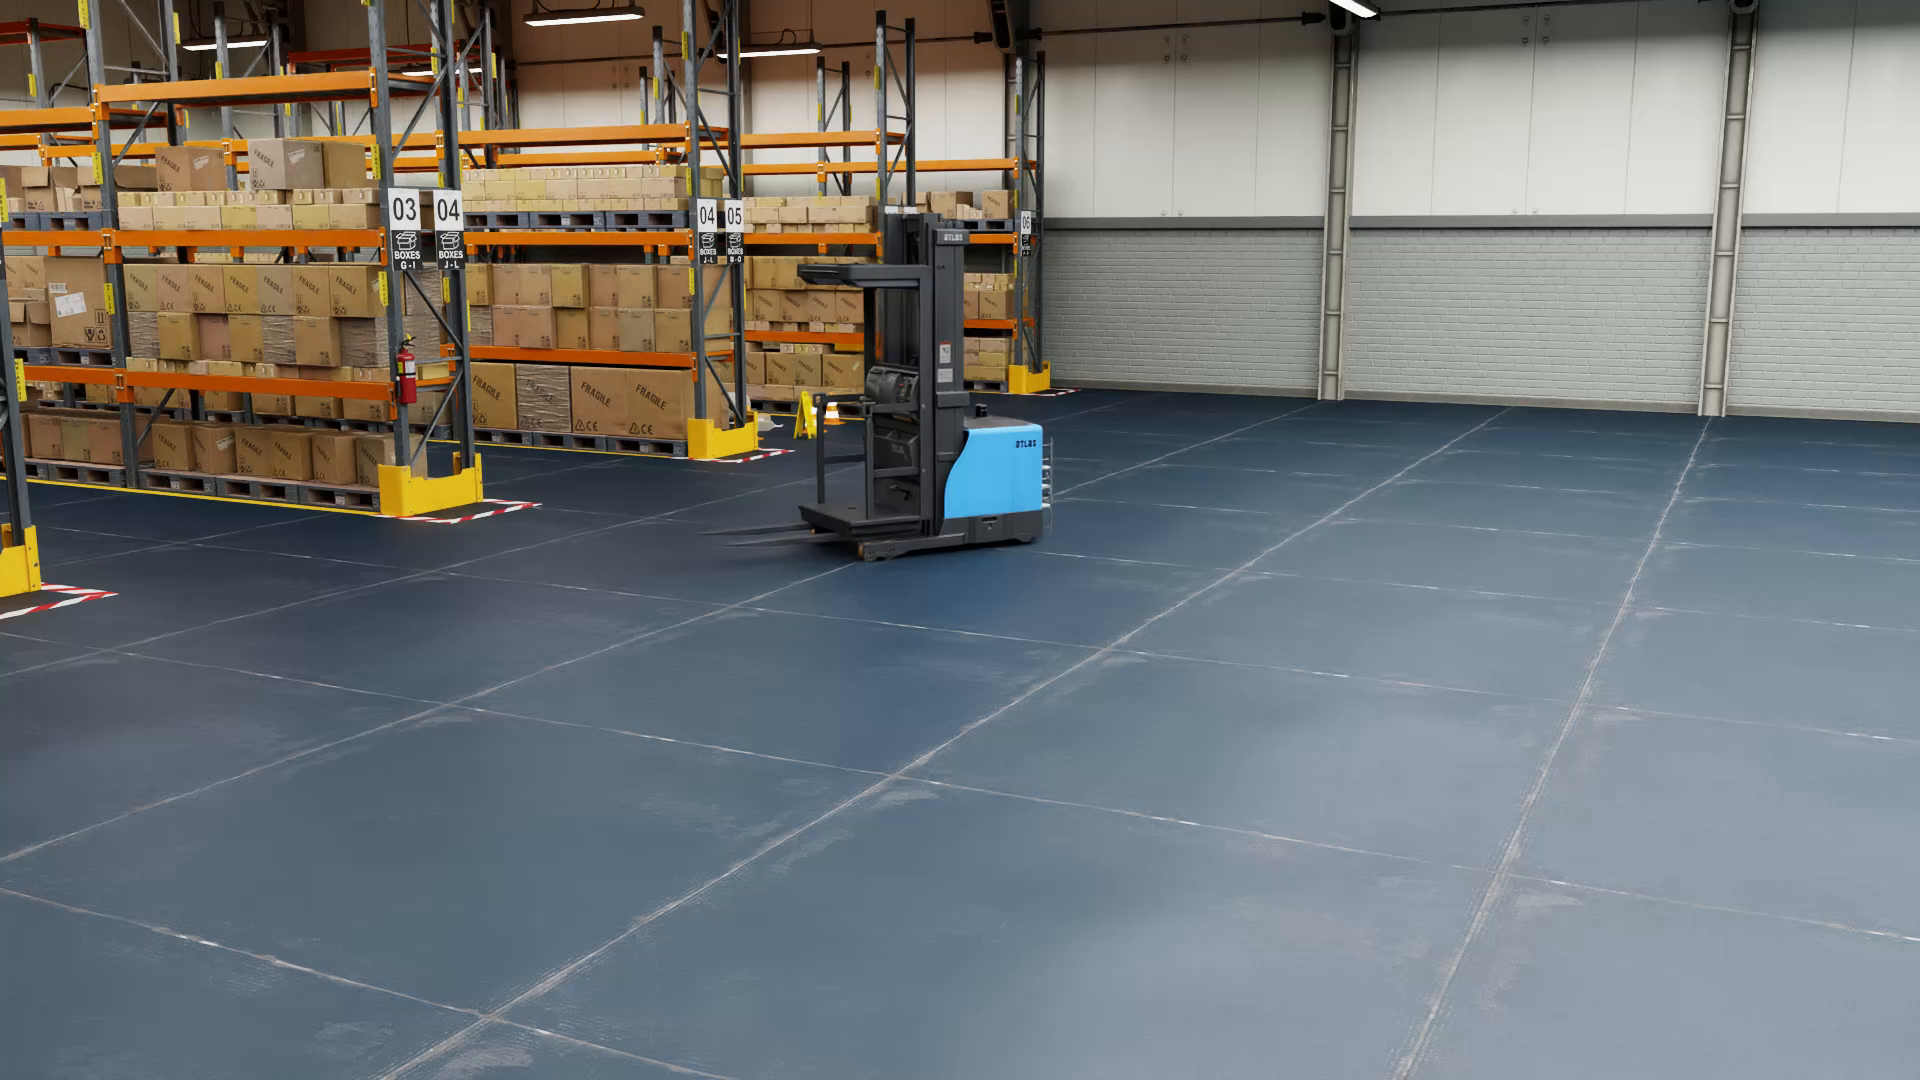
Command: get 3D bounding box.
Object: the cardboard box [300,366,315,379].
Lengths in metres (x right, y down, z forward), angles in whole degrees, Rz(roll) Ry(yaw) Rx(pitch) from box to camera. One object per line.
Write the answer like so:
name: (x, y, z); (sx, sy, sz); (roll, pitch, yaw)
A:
cardboard box: (-6.581, -1.750, 17.180); (0.250, 0.149, 0.380); (5, 11, 26)

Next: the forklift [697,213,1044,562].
forklift: (-0.781, -1.364, 14.535); (3.031, 2.935, 1.130); (-6, 12, -29)

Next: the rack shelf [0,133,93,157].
rack shelf: (-15.610, -6.288, 26.733); (4.000, 0.370, 1.077); (5, 11, 26)

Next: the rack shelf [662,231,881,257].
rack shelf: (-2.749, -4.666, 26.187); (4.000, 0.370, 1.077); (5, 11, 26)

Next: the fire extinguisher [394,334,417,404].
fire extinguisher: (-5.441, -1.683, 16.325); (0.183, 0.674, 0.296); (5, 11, 26)

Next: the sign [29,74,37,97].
sign: (-14.073, -6.899, 25.237); (0.005, 0.325, 0.100); (5, 11, 26)

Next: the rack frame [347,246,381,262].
rack frame: (-13.111, -5.440, 36.868); (0.127, 3.000, 1.000); (5, 11, 26)

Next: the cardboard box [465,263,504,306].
cardboard box: (-6.326, -3.474, 22.549); (0.550, 0.550, 0.875); (5, 11, 26)

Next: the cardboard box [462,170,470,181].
cardboard box: (-6.466, -4.821, 22.029); (0.250, 0.149, 0.380); (5, 11, 26)

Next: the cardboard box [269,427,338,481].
cardboard box: (-6.997, -0.926, 17.766); (0.500, 0.500, 0.500); (6, 12, 31)

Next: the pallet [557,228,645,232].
pallet: (-5.980, -5.232, 27.823); (1.003, 0.211, 1.213); (5, 11, 26)

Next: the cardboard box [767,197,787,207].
cardboard box: (-2.779, -5.226, 25.729); (0.250, 0.149, 0.380); (5, 12, 27)

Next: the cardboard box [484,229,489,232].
cardboard box: (-7.922, -5.317, 28.471); (0.250, 0.149, 0.380); (5, 11, 26)

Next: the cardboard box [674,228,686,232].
cardboard box: (-4.369, -4.990, 26.661); (0.250, 0.149, 0.380); (5, 11, 25)

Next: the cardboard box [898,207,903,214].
cardboard box: (-1.153, -5.995, 30.427); (0.258, 0.266, 0.396); (5, 11, 24)

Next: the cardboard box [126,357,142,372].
cardboard box: (-8.867, -1.930, 18.180); (0.250, 0.149, 0.380); (5, 11, 26)

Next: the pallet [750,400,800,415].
pallet: (-2.826, -2.186, 26.718); (1.213, 0.211, 1.003); (5, 11, 26)

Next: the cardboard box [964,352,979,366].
cardboard box: (0.218, -3.309, 30.228); (0.500, 0.250, 0.500); (5, 11, 25)

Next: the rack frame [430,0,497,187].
rack frame: (-6.642, -5.855, 22.315); (0.127, 3.000, 1.000); (5, 11, 26)

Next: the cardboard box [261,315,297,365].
cardboard box: (-6.752, -2.114, 17.371); (0.500, 0.500, 0.875); (5, 11, 26)

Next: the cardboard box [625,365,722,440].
cardboard box: (-3.692, -1.792, 21.496); (0.875, 0.875, 0.875); (5, 11, 26)

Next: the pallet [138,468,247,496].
pallet: (-8.309, -0.700, 18.503); (1.213, 0.211, 1.003); (5, 11, 26)

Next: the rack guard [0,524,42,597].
rack guard: (-7.620, 0.219, 12.618); (0.348, 0.500, 1.175); (5, 11, 26)

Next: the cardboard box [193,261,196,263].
cardboard box: (-14.533, -5.066, 31.709); (0.500, 0.500, 0.500); (5, 11, 24)

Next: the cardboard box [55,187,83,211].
cardboard box: (-9.814, -3.794, 18.545); (0.258, 0.266, 0.396); (5, 12, 28)

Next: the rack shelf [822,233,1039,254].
rack shelf: (-0.556, -5.459, 30.569); (4.000, 0.370, 1.077); (5, 11, 26)

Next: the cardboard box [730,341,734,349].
cardboard box: (-3.585, -3.094, 26.520); (0.250, 0.149, 0.380); (6, 12, 28)

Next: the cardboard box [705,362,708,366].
cardboard box: (-4.133, -2.835, 26.907); (0.500, 0.500, 0.500); (6, 12, 29)

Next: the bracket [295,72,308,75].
bracket: (-14.915, -10.431, 37.488); (0.430, 0.232, 0.235); (5, 11, 26)

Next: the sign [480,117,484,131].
sign: (-9.780, -8.491, 34.031); (0.005, 0.325, 0.100); (5, 11, 26)

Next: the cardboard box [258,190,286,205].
cardboard box: (-6.891, -3.478, 16.904); (0.250, 0.149, 0.380); (4, 11, 23)

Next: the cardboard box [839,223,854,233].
cardboard box: (-1.636, -4.737, 25.263); (0.250, 0.149, 0.380); (5, 11, 26)

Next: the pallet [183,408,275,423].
pallet: (-10.929, -1.908, 25.181); (1.213, 0.211, 1.003); (5, 11, 26)

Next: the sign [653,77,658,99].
sign: (-4.783, -7.102, 26.137); (0.005, 0.325, 0.100); (5, 11, 26)

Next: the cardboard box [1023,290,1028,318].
cardboard box: (0.916, -4.312, 30.353); (0.500, 0.500, 0.500); (5, 12, 28)

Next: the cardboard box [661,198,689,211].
cardboard box: (-3.503, -4.168, 20.662); (0.250, 0.149, 0.380); (5, 11, 26)

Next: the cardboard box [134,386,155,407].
cardboard box: (-12.320, -2.329, 25.517); (0.500, 0.500, 0.500); (5, 12, 27)

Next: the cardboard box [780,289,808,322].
cardboard box: (-2.458, -3.661, 25.920); (0.500, 0.500, 0.500); (5, 11, 26)

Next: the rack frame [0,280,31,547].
rack frame: (-7.532, -1.013, 12.404); (0.127, 3.000, 1.000); (5, 11, 26)

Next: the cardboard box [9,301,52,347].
cardboard box: (-10.523, -2.498, 19.143); (0.637, 0.503, 0.797); (6, 12, 32)

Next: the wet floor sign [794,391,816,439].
wet floor sign: (-2.153, -1.744, 23.052); (0.232, 0.644, 0.267); (3, 11, 16)

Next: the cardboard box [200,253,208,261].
cardboard box: (-14.156, -5.357, 31.499); (0.250, 0.149, 0.380); (5, 11, 26)

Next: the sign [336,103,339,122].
sign: (-11.487, -7.870, 30.604); (0.005, 0.325, 0.100); (5, 11, 26)

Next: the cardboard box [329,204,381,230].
cardboard box: (-5.885, -3.204, 16.507); (0.500, 0.250, 0.500); (5, 12, 27)

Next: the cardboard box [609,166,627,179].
cardboard box: (-4.193, -4.621, 20.926); (0.250, 0.149, 0.380); (5, 12, 27)

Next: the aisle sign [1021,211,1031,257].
aisle sign: (1.167, -5.407, 29.382); (0.004, 0.787, 0.394); (5, 11, 26)

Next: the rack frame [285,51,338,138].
rack frame: (-11.716, -7.284, 30.210); (0.127, 3.000, 1.000); (5, 11, 26)

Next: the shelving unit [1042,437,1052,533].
shelving unit: (0.703, -0.507, 15.506); (0.210, 0.900, 0.258); (8, 13, 38)

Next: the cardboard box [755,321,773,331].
cardboard box: (-3.020, -3.384, 26.213); (0.250, 0.149, 0.380); (5, 11, 26)

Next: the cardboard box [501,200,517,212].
cardboard box: (-5.785, -4.369, 21.769); (0.250, 0.149, 0.380); (5, 11, 25)

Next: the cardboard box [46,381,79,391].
cardboard box: (-14.239, -2.458, 26.379); (0.250, 0.149, 0.380); (5, 12, 27)

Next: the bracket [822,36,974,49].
bracket: (-1.828, -9.281, 31.134); (4.783, 0.066, 0.076); (5, 11, 26)
